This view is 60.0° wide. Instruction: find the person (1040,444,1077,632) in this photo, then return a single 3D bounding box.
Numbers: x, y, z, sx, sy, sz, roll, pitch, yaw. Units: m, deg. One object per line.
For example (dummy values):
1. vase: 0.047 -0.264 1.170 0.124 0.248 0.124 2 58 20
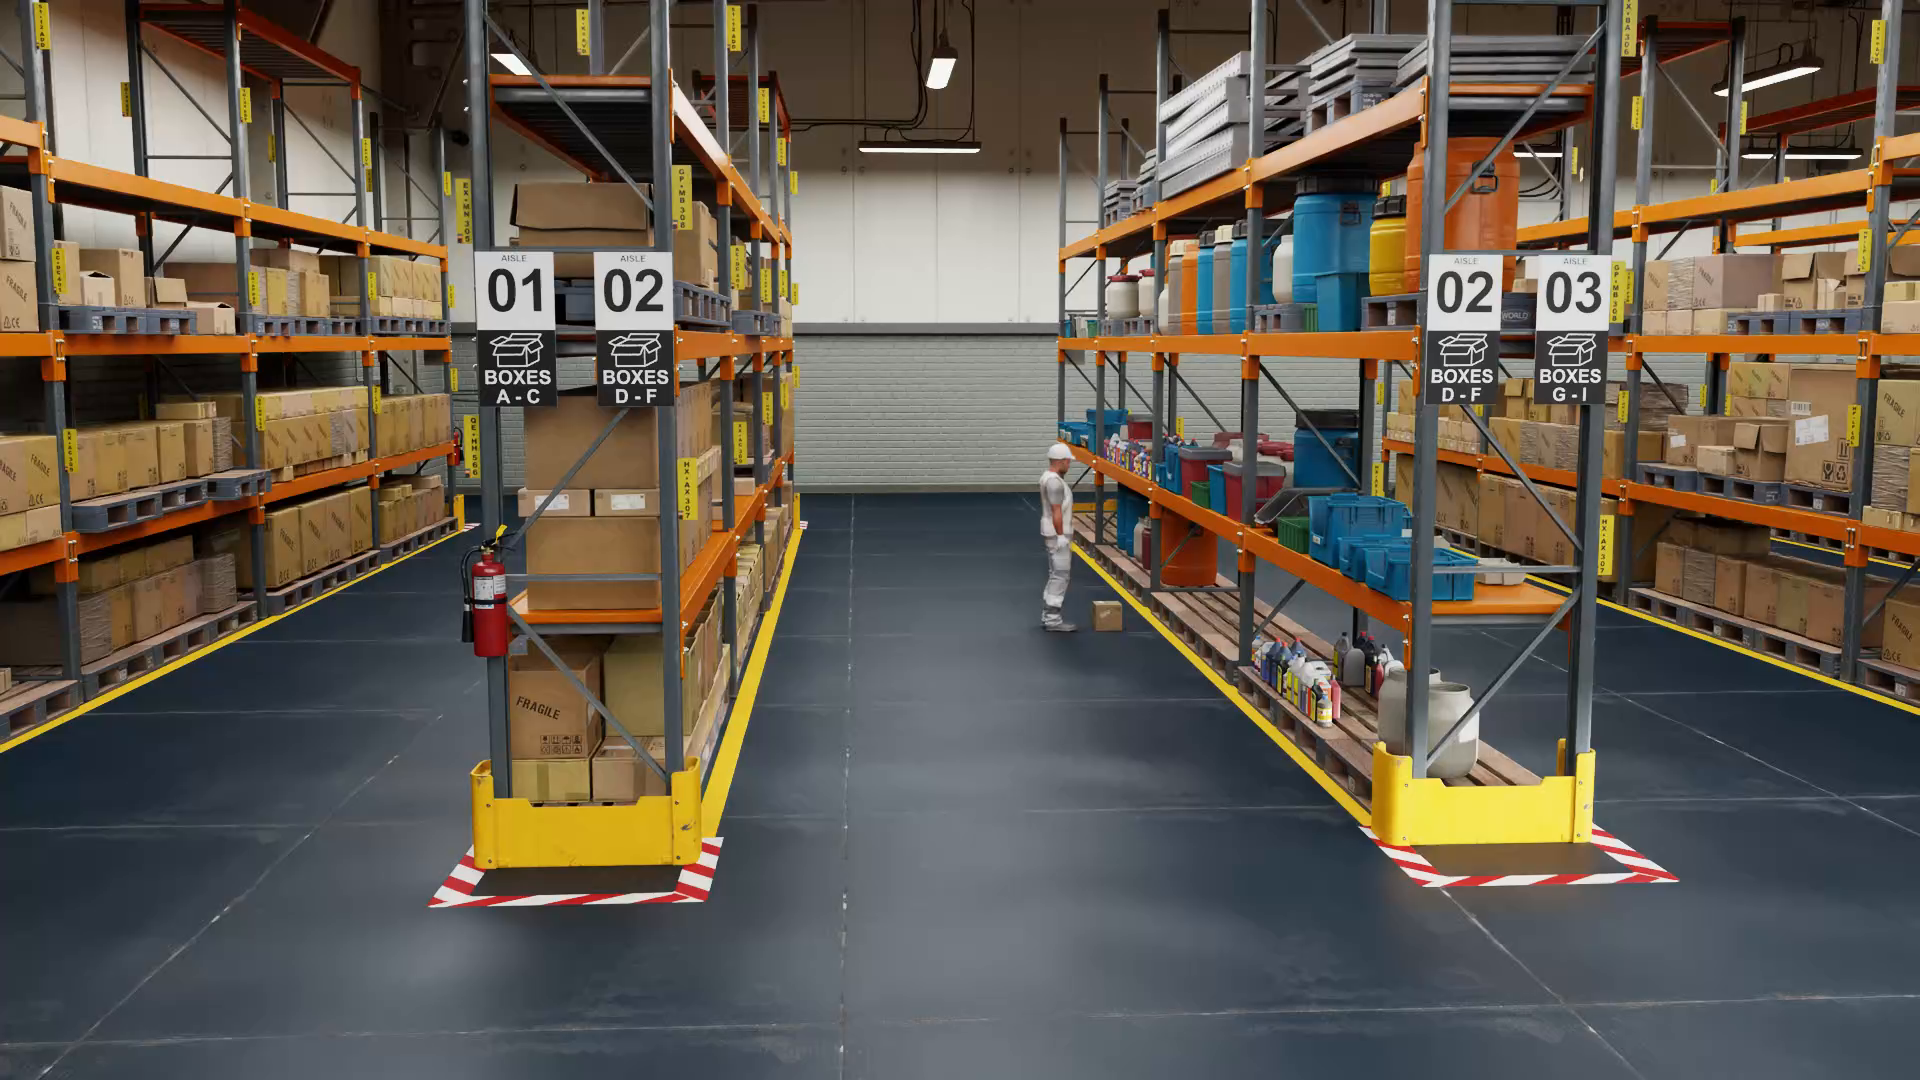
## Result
1. person: 0.935 -0.023 15.890 0.351 1.783 0.528 0 7 -3
